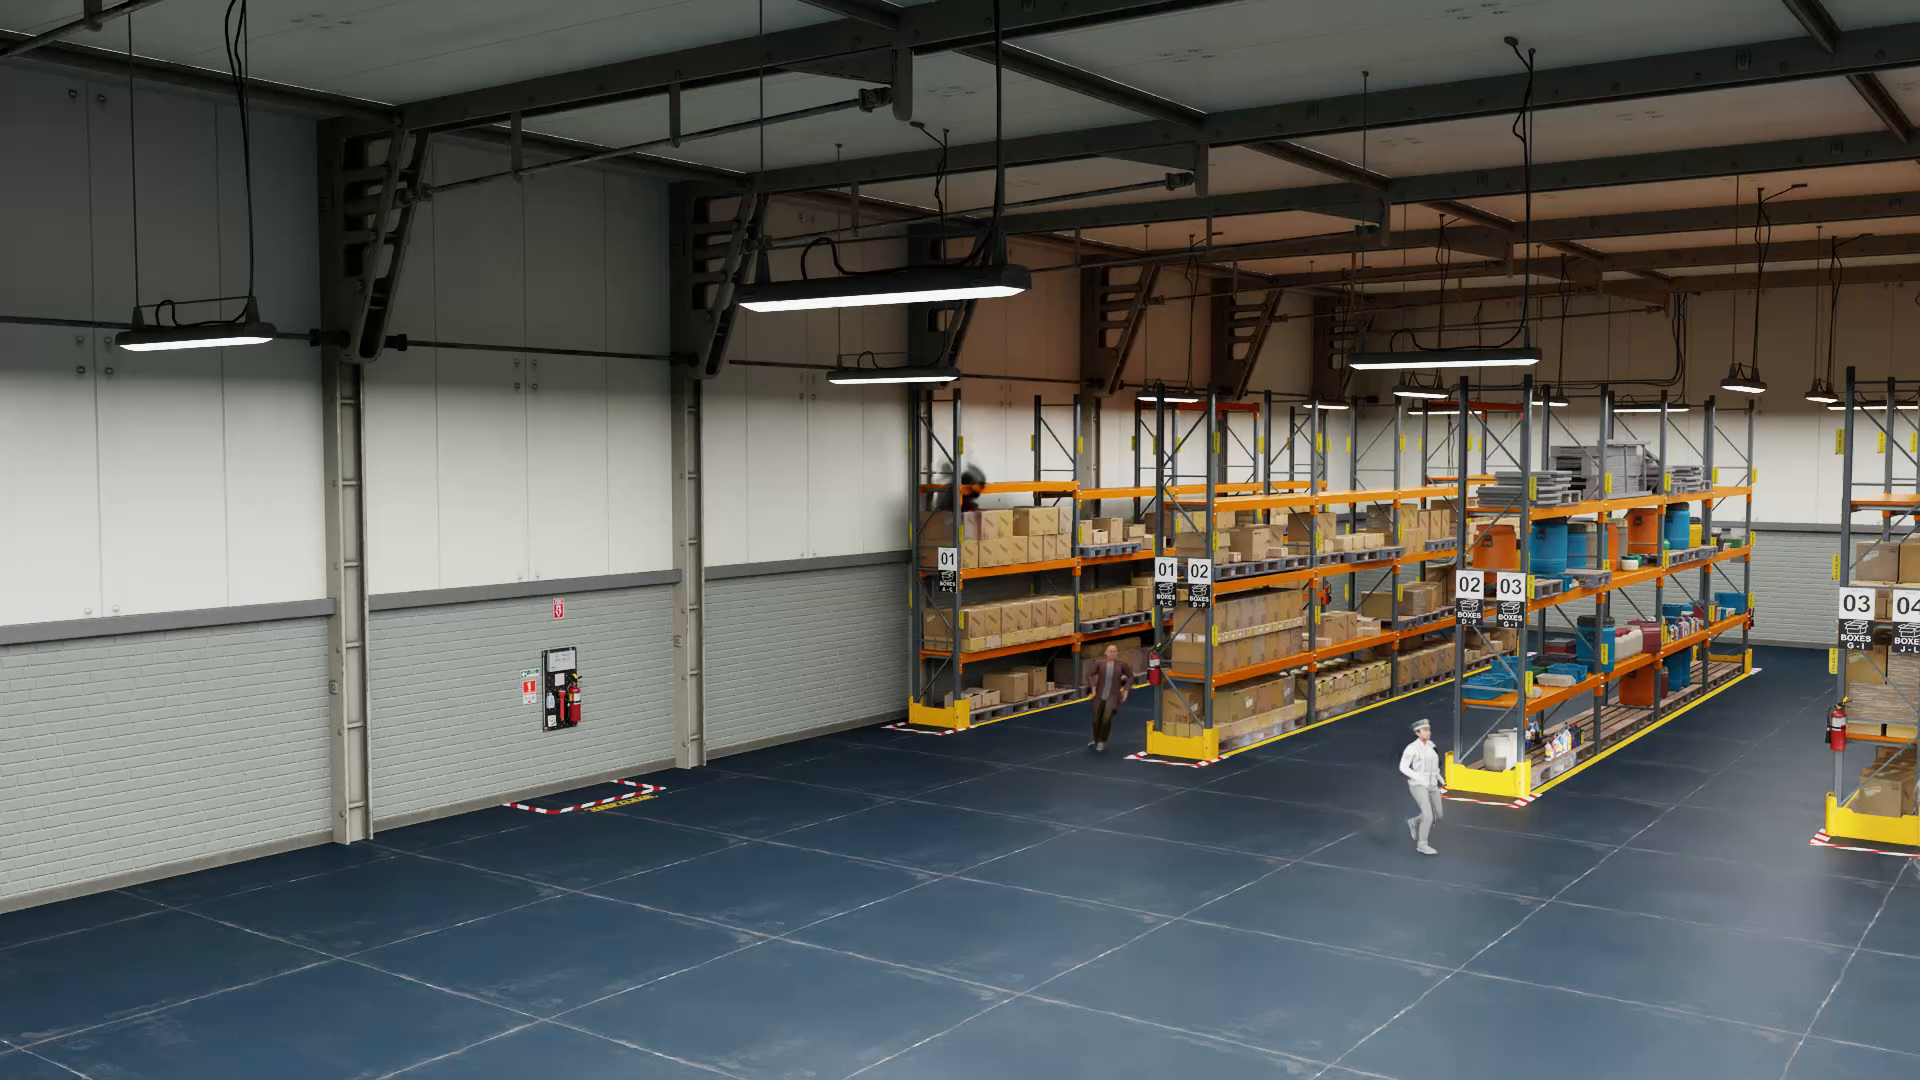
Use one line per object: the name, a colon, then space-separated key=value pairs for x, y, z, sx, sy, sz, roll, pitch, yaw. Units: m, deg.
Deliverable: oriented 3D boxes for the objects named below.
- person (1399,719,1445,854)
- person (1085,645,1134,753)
person: x=5.686 y=3.010 z=20.442 sx=0.613 sy=1.647 sz=0.545 roll=-2 pitch=4 yaw=-29
person: x=2.425 y=2.594 z=27.179 sx=0.775 sy=1.767 sz=0.691 roll=1 pitch=3 yaw=16
